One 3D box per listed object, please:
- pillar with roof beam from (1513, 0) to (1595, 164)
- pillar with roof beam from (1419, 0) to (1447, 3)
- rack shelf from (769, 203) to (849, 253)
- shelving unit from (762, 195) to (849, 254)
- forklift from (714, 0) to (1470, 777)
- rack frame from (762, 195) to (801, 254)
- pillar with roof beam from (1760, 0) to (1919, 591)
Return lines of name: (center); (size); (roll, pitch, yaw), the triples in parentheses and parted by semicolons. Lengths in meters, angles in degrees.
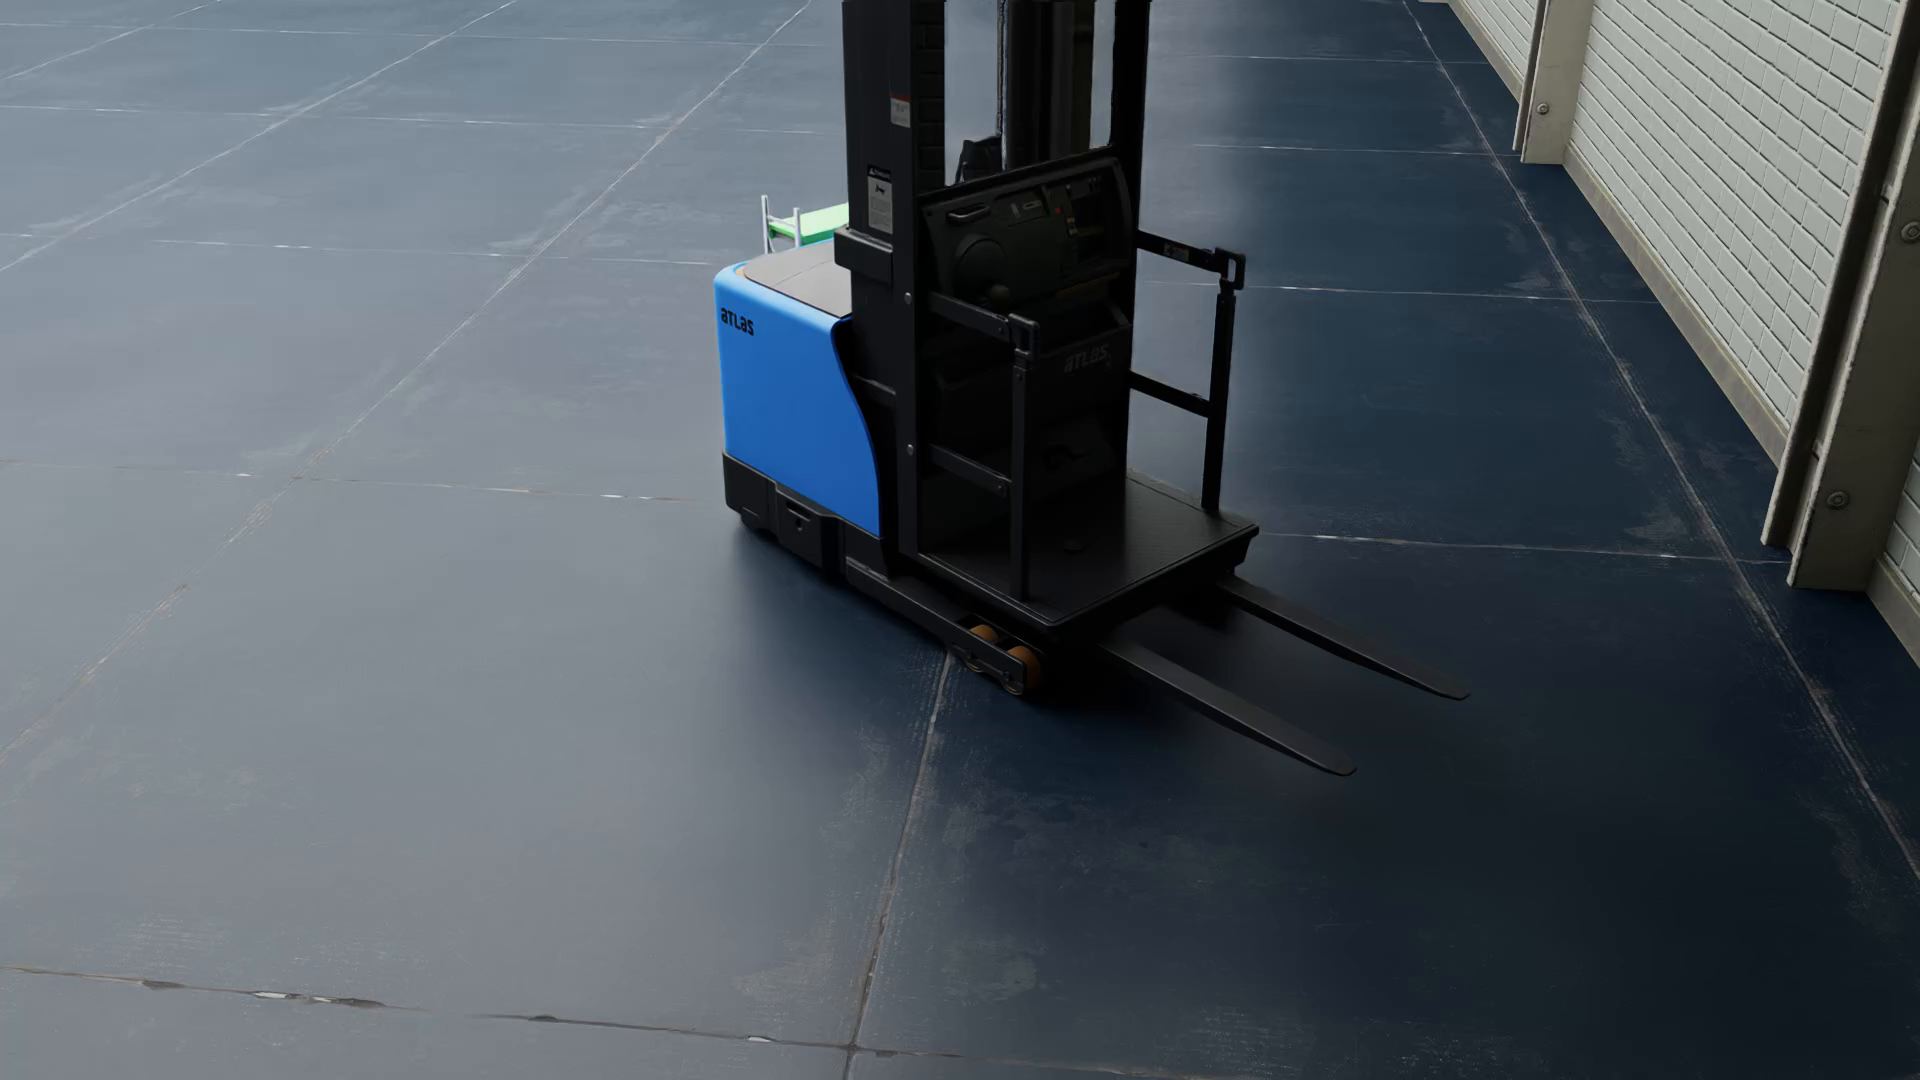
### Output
pillar with roof beam: (-0.156, -6.940, 10.143); (9.100, 9.000, 0.400); (3, 28, 6)
pillar with roof beam: (0.579, -9.764, 15.386); (9.100, 9.000, 0.400); (3, 28, 6)
rack shelf: (-0.550, -1.293, 7.007); (0.480, 0.148, 0.258); (-23, 36, -36)
shelving unit: (-0.550, -0.926, 7.204); (0.503, 1.200, 0.258); (-23, 36, -36)
forklift: (0.388, -1.028, 5.567); (1.130, 2.935, 3.031); (-23, 36, -36)
rack frame: (-0.731, -0.849, 7.061); (0.015, 1.200, 0.240); (-23, 36, -36)
pillar with roof beam: (-0.891, -4.115, 4.901); (9.100, 9.000, 0.400); (3, 28, 6)
